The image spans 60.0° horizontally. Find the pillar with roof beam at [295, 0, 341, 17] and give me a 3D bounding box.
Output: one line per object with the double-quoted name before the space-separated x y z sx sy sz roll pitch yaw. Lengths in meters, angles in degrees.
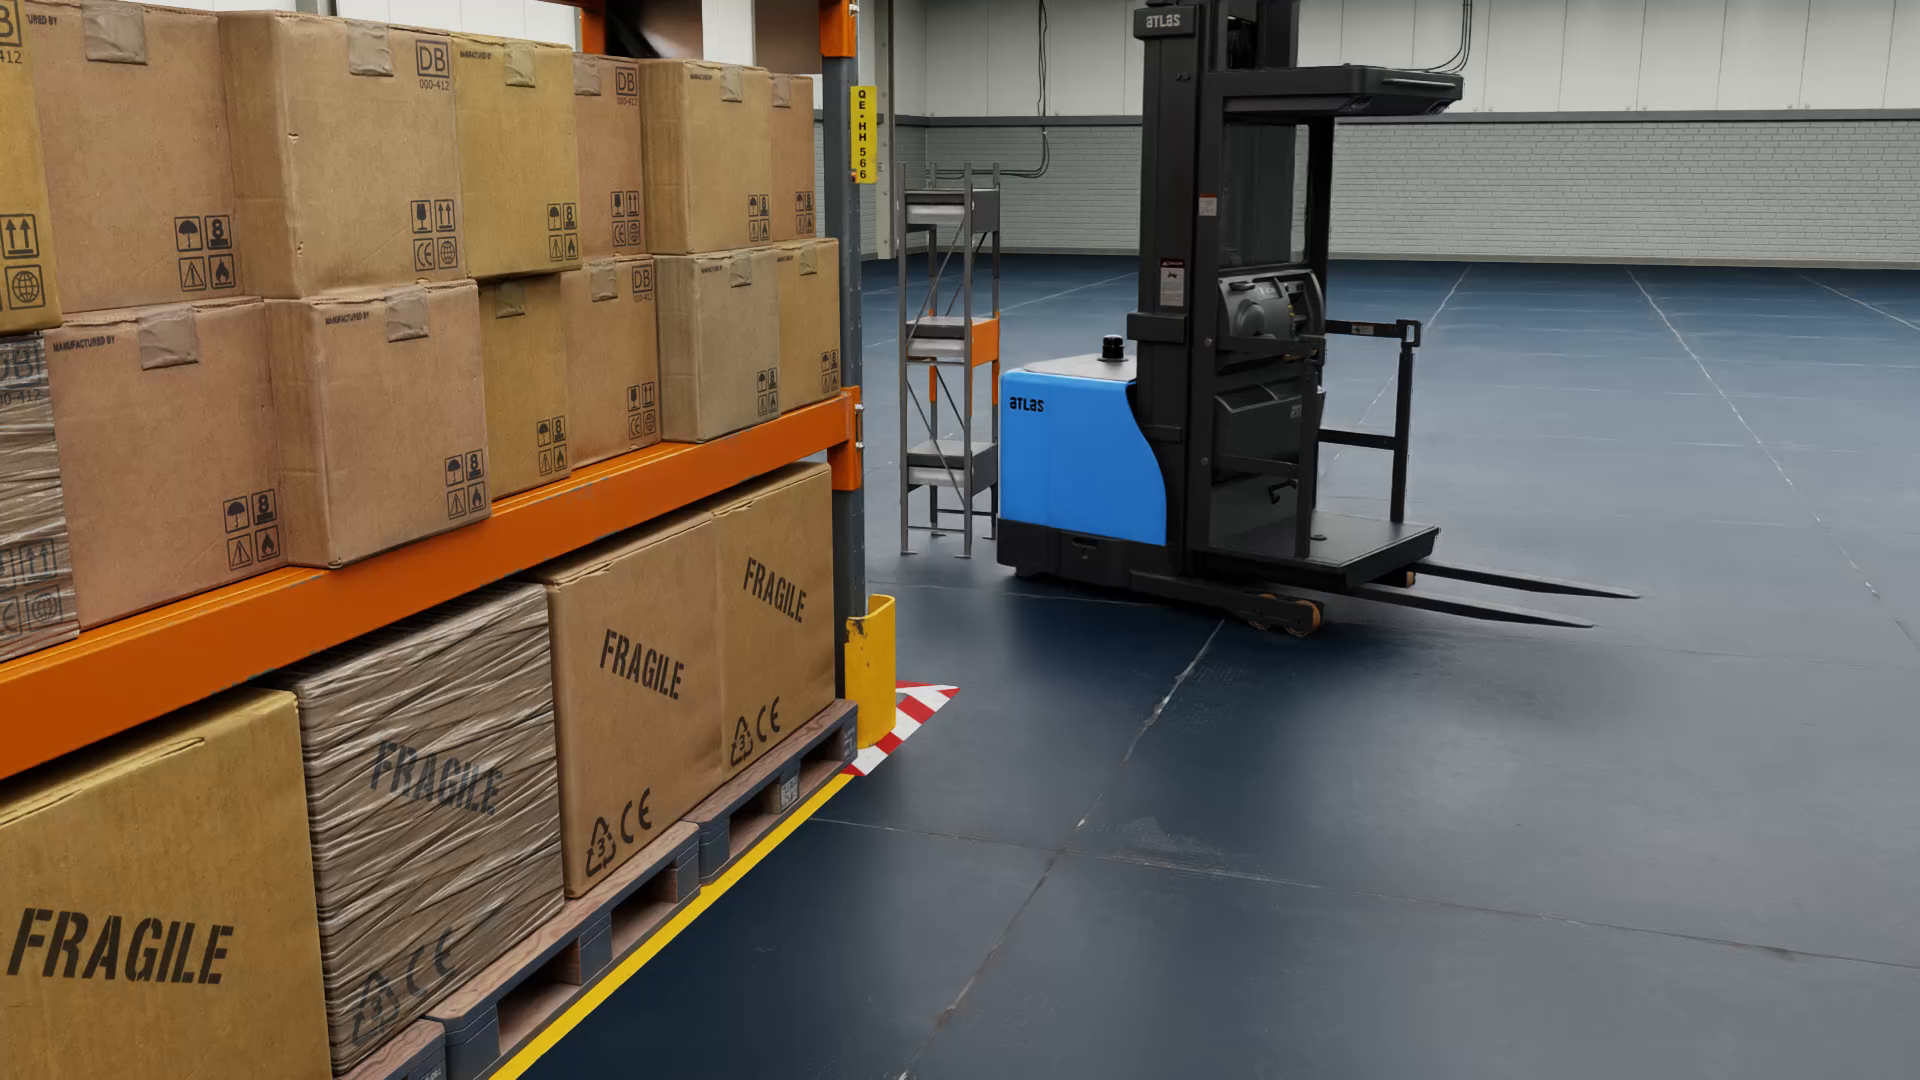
"pillar with roof beam" -3.380 -6.513 17.801 9.100 9.000 0.400 4 14 18

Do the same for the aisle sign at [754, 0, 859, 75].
"aisle sign" -0.537 -2.022 5.766 0.394 0.787 0.004 4 14 18

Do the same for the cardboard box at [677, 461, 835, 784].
"cardboard box" -1.001 0.217 5.627 0.875 0.875 0.875 4 14 19

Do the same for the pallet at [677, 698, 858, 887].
"pallet" -1.029 0.772 5.632 1.003 0.211 1.213 4 14 18

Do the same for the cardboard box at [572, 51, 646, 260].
"cardboard box" -1.401 -1.055 4.607 0.875 0.550 0.550 4 14 18

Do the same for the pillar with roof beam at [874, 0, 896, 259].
"pillar with roof beam" 2.444 -10.303 34.406 9.100 9.000 0.400 4 14 18

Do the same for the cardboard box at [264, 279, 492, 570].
"cardboard box" -1.588 -0.294 3.697 0.875 0.550 0.550 4 14 18

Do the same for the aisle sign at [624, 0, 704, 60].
"aisle sign" -1.105 -2.066 5.955 0.394 0.787 0.004 4 14 18

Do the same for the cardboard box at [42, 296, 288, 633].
"cardboard box" -1.874 -0.189 3.236 0.875 0.550 0.550 4 14 18

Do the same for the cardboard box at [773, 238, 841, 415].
"cardboard box" -0.921 -0.753 5.711 0.875 0.550 0.550 4 14 18

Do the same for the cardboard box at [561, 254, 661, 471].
"cardboard box" -1.379 -0.527 4.720 0.875 0.550 0.550 4 14 18

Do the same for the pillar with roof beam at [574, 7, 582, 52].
"pillar with roof beam" -1.439 -7.776 23.336 9.100 9.000 0.400 4 14 18

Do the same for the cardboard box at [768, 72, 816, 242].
"cardboard box" -1.001 -1.286 5.617 0.875 0.550 0.550 4 14 18

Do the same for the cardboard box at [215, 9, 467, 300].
"cardboard box" -1.614 -0.822 3.586 0.875 0.550 0.550 4 14 18

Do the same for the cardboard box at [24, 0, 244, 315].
"cardboard box" -1.918 -0.718 3.131 0.875 0.550 0.550 4 14 18

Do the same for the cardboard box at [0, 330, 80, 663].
"cardboard box" -2.030 -0.071 2.722 0.875 0.550 0.550 4 14 18

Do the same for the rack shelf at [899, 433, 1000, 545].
"rack shelf" -0.054 -0.293 9.260 0.431 0.518 0.480 4 14 18

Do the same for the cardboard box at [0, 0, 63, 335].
"cardboard box" -1.986 -0.594 2.587 0.875 0.550 0.550 4 14 18

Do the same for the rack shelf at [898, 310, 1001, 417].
"rack shelf" -0.054 -0.976 9.105 0.431 0.518 0.480 4 14 18

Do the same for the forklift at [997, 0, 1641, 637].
"forklift" 1.654 -1.121 7.814 3.031 2.935 1.130 10 16 38

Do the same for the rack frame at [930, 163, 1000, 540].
"rack frame" 0.025 -1.040 9.327 0.400 2.100 0.015 4 14 18

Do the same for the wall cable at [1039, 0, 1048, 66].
"wall cable" 3.134 -11.892 36.994 3.097 2.526 0.112 4 14 18

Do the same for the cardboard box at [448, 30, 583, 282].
"cardboard box" -1.450 -0.934 4.077 0.875 0.550 0.500 4 14 18

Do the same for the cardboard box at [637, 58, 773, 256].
"cardboard box" -1.091 -1.163 5.081 0.875 0.550 0.550 4 14 18

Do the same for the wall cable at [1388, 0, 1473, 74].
"wall cable" 9.552 -12.109 34.676 2.305 6.003 0.169 4 14 18

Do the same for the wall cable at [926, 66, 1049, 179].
"wall cable" 0.575 -9.624 38.410 3.097 2.526 0.112 4 14 18

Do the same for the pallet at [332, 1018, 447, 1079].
"pallet" -1.818 1.286 3.381 1.003 0.211 1.213 4 14 18

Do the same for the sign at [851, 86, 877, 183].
"sign" -0.335 -1.400 5.745 0.100 0.325 0.005 4 14 18

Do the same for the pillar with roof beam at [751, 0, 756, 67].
"pillar with roof beam" 0.502 -9.040 28.871 9.100 9.000 0.400 4 14 18

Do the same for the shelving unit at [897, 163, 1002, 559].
"shelving unit" -0.054 -0.989 9.102 0.431 2.100 0.503 4 14 18

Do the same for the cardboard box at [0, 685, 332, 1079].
"cardboard box" -1.869 0.784 3.142 0.875 0.875 0.875 5 14 19

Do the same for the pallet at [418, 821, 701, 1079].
"pallet" -1.425 1.028 4.510 1.003 0.211 1.213 4 14 18

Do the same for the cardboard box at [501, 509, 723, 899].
"cardboard box" -1.284 0.402 4.815 0.875 0.875 0.875 4 13 18

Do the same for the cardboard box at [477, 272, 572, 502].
"cardboard box" -1.511 -0.413 4.218 0.875 0.550 0.500 4 14 18

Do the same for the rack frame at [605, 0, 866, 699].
"rack frame" -0.844 -0.762 6.084 1.000 3.000 0.127 4 14 18

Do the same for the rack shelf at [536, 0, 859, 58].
"rack shelf" -1.491 -1.452 3.985 1.077 0.370 4.000 4 14 18

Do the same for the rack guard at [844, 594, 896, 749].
"rack guard" -0.836 0.452 6.384 1.175 0.500 0.348 4 14 18

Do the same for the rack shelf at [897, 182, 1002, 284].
"rack shelf" -0.054 -1.658 8.949 0.431 0.518 0.480 4 14 18

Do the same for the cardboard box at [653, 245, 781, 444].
"cardboard box" -1.079 -0.636 5.197 0.875 0.550 0.550 4 14 18

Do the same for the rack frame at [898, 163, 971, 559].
"rack frame" -0.133 -0.937 8.876 0.400 2.100 0.015 4 14 18

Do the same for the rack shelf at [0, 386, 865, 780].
"rack shelf" -1.491 0.010 4.319 1.077 0.370 4.000 4 14 18

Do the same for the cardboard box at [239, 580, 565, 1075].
"cardboard box" -1.581 0.594 3.975 0.875 0.875 0.875 4 14 19
